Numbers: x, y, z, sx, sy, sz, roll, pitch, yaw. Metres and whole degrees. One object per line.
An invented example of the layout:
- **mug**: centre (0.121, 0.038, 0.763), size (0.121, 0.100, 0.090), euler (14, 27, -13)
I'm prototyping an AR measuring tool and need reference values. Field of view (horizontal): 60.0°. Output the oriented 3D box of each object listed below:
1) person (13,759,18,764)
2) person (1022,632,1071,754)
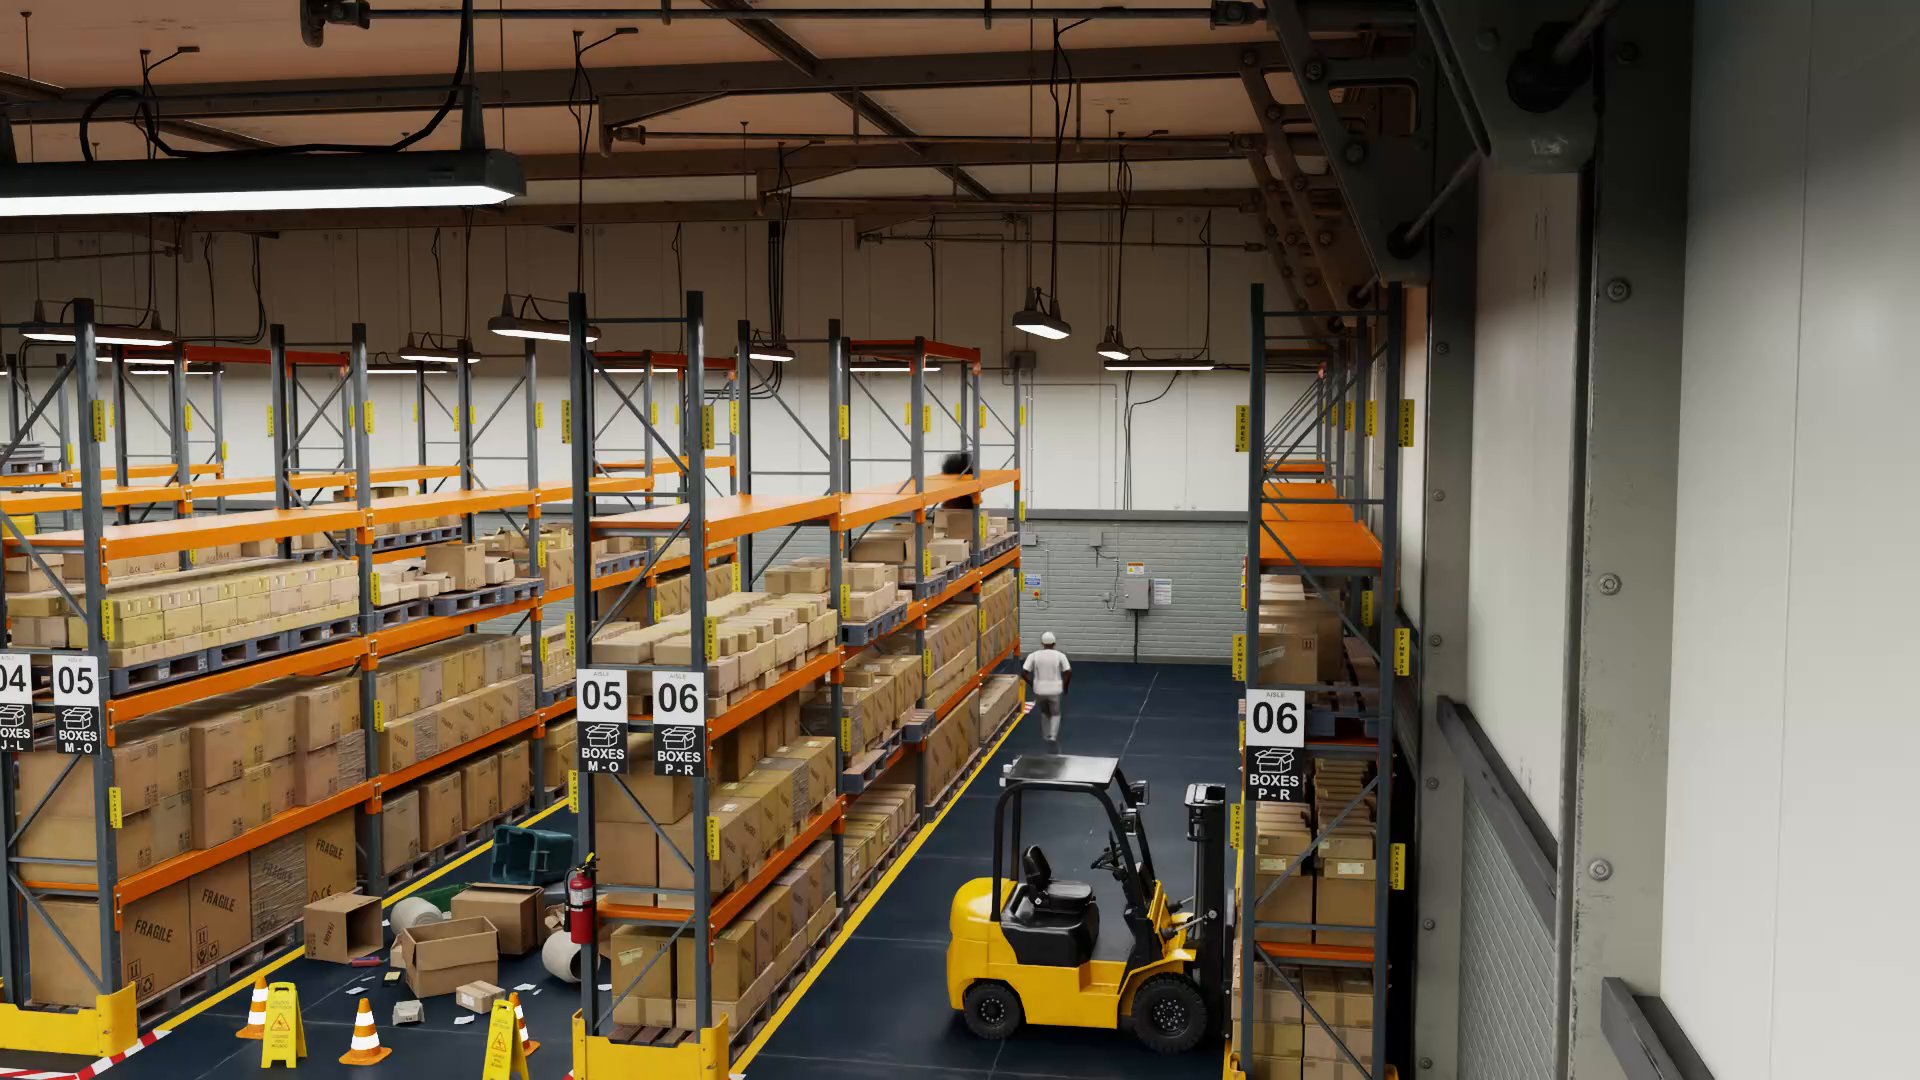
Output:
- **person**: centre (-13.419, 2.473, 23.277), size (0.534, 1.709, 1.009), euler (0, 5, 5)
- **person**: centre (1.247, 2.184, 23.865), size (0.718, 1.739, 0.590), euler (1, 5, 10)
